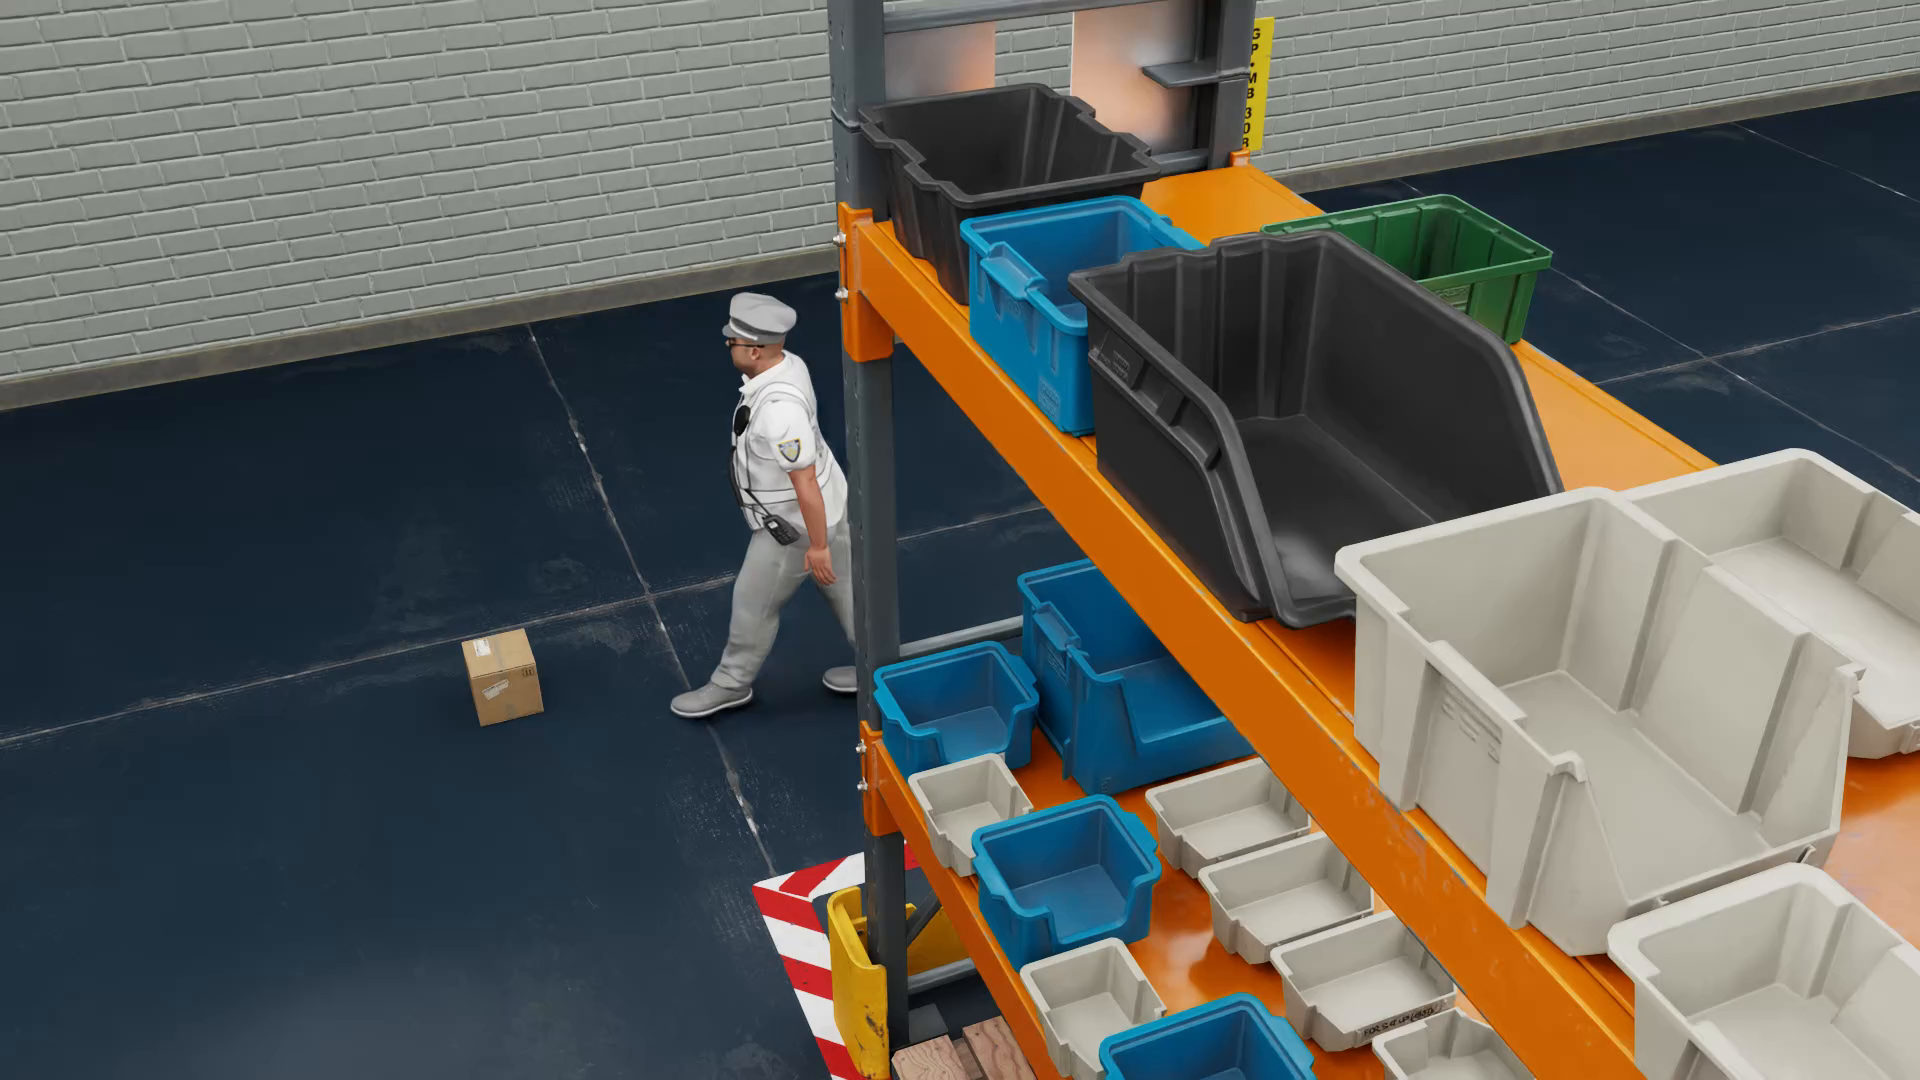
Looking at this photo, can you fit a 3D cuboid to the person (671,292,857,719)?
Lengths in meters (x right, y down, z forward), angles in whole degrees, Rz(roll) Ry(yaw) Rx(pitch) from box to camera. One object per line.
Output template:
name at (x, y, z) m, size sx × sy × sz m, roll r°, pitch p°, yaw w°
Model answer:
person at (-0.687, -0.124, 6.301) m, size 0.912 × 1.723 × 0.569 m, roll 2°, pitch 33°, yaw 4°
